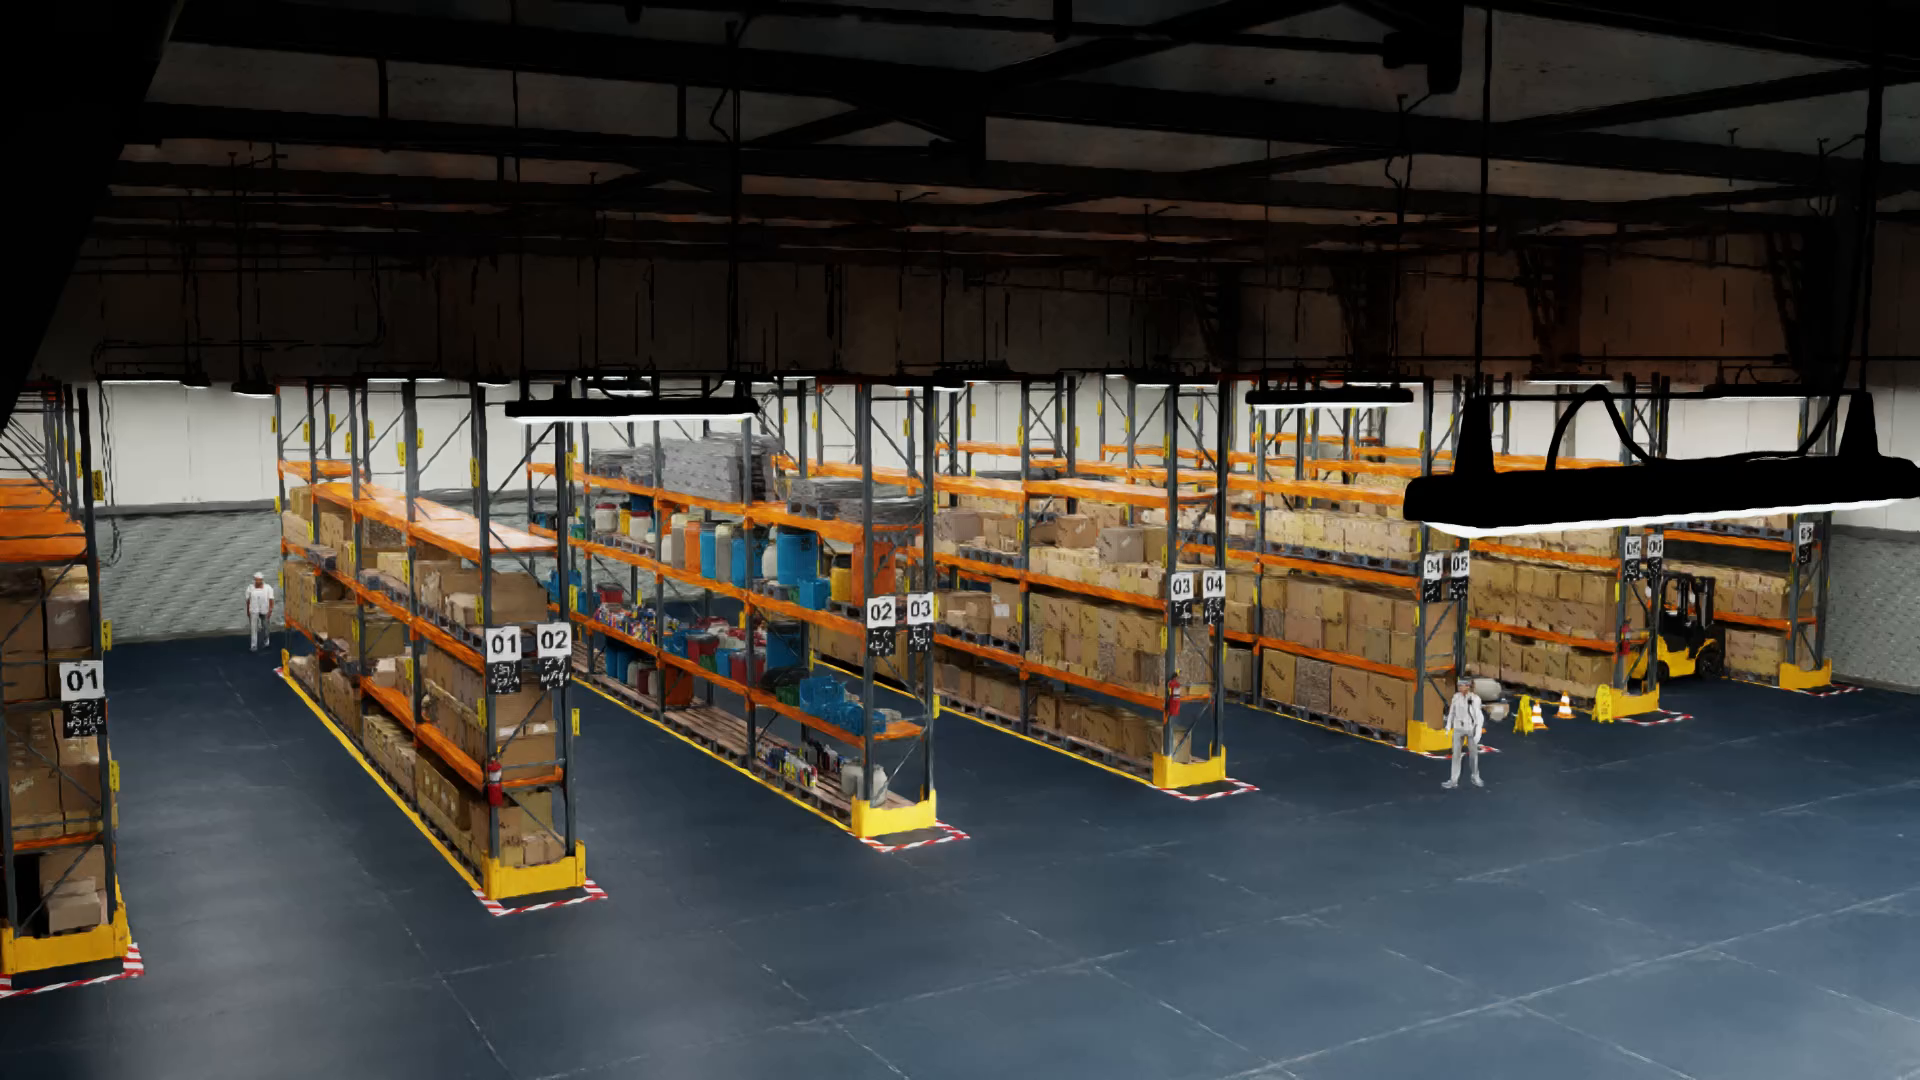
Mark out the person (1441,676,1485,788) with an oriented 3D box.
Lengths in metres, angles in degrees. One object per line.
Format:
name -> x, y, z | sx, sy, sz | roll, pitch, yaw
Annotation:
person -> 7.440, 2.818, 24.564 | 0.588, 1.657, 0.600 | 5, 8, 37

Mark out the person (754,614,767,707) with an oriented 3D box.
person -> -3.633, 2.171, 30.232 | 0.540, 1.666, 0.454 | 5, 8, 38

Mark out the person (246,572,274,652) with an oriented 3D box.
person -> -15.166, 1.521, 36.055 | 0.569, 1.688, 1.028 | -2, 7, -21
